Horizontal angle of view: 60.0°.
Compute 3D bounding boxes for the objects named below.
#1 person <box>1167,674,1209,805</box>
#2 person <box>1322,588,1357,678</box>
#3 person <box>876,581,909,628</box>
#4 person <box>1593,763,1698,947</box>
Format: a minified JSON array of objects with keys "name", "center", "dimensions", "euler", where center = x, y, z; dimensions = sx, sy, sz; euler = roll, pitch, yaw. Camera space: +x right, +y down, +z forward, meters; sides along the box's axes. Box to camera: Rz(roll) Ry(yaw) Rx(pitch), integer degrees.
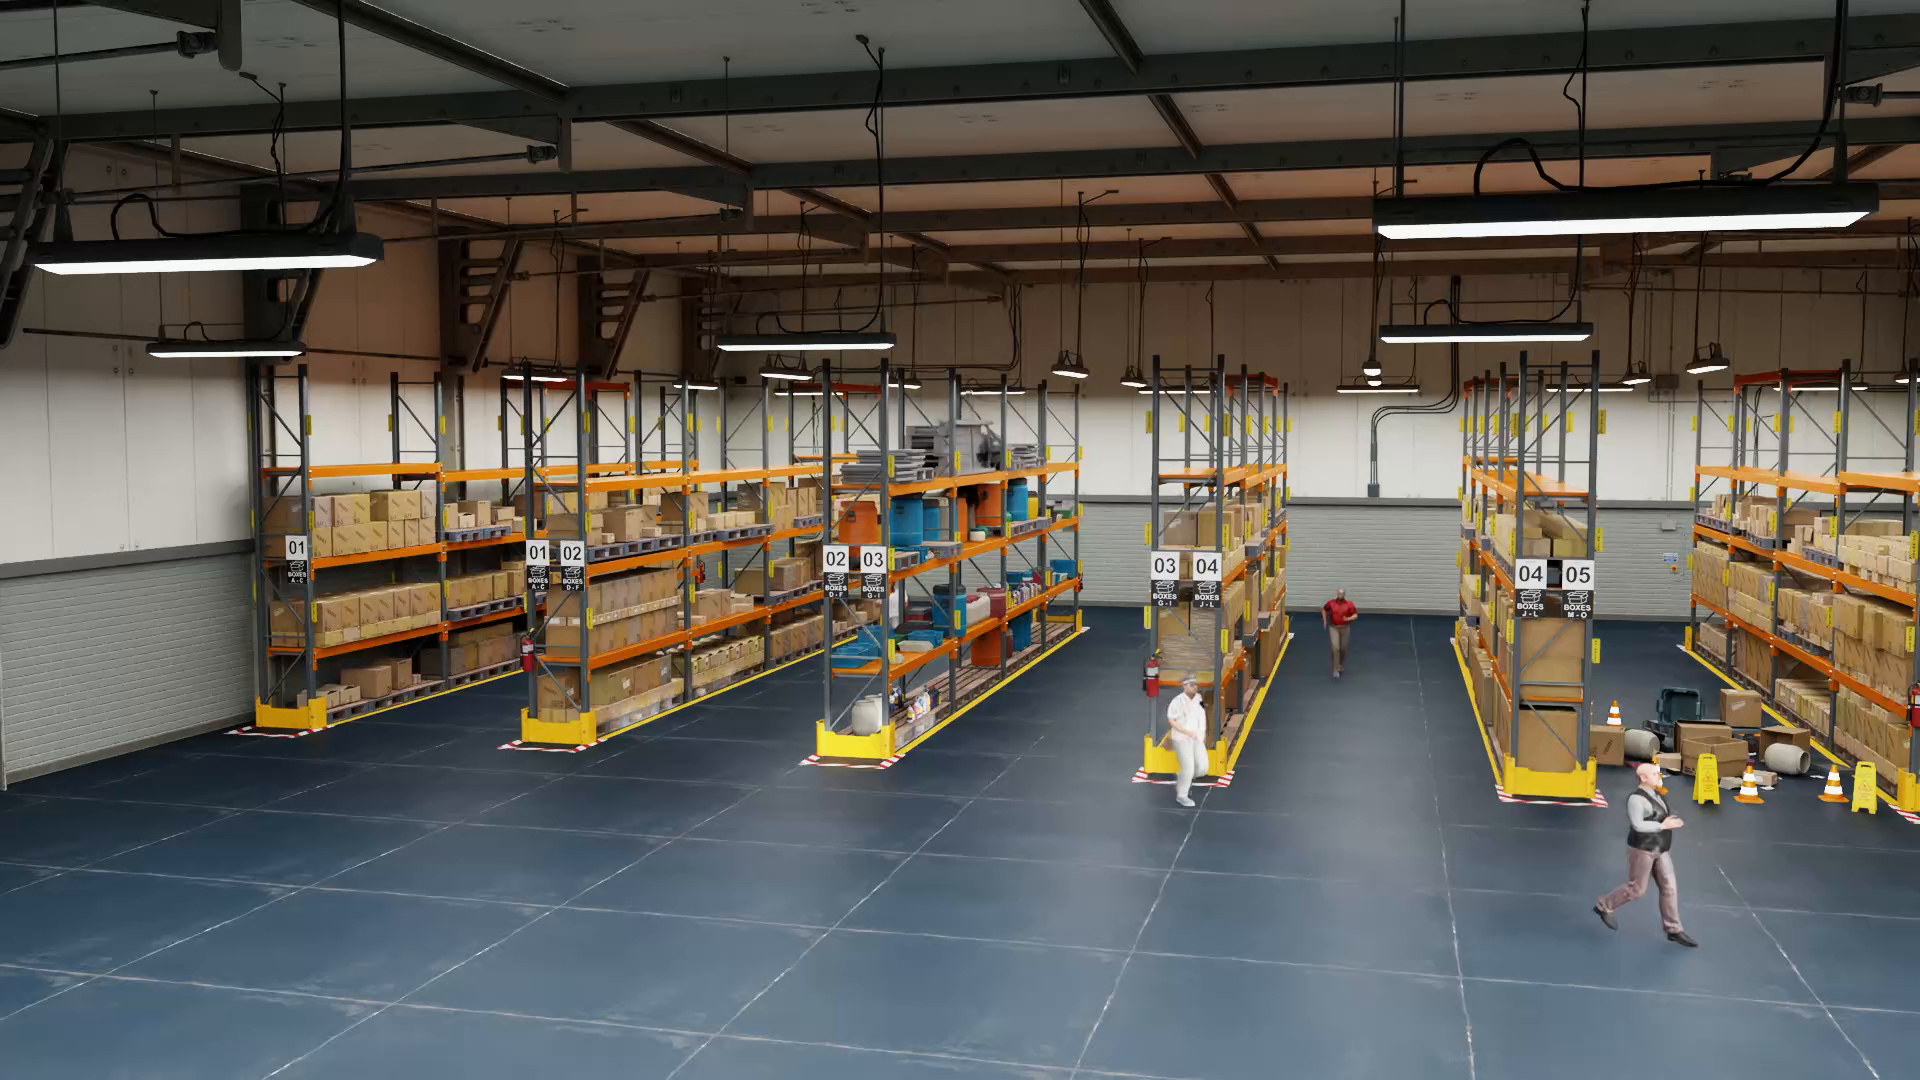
[{"name":"person","center":[3.036,2.622,21.978],"dimensions":[0.691,1.742,0.625],"euler":[-3,5,-35]},{"name":"person","center":[7.600,1.831,33.247],"dimensions":[0.665,1.746,0.899],"euler":[0,4,6]},{"name":"person","center":[-1.482,1.660,35.810],"dimensions":[0.681,1.745,0.621],"euler":[0,4,6]},{"name":"person","center":[6.657,3.010,16.094],"dimensions":[0.657,1.707,0.970],"euler":[-3,5,-41]}]
